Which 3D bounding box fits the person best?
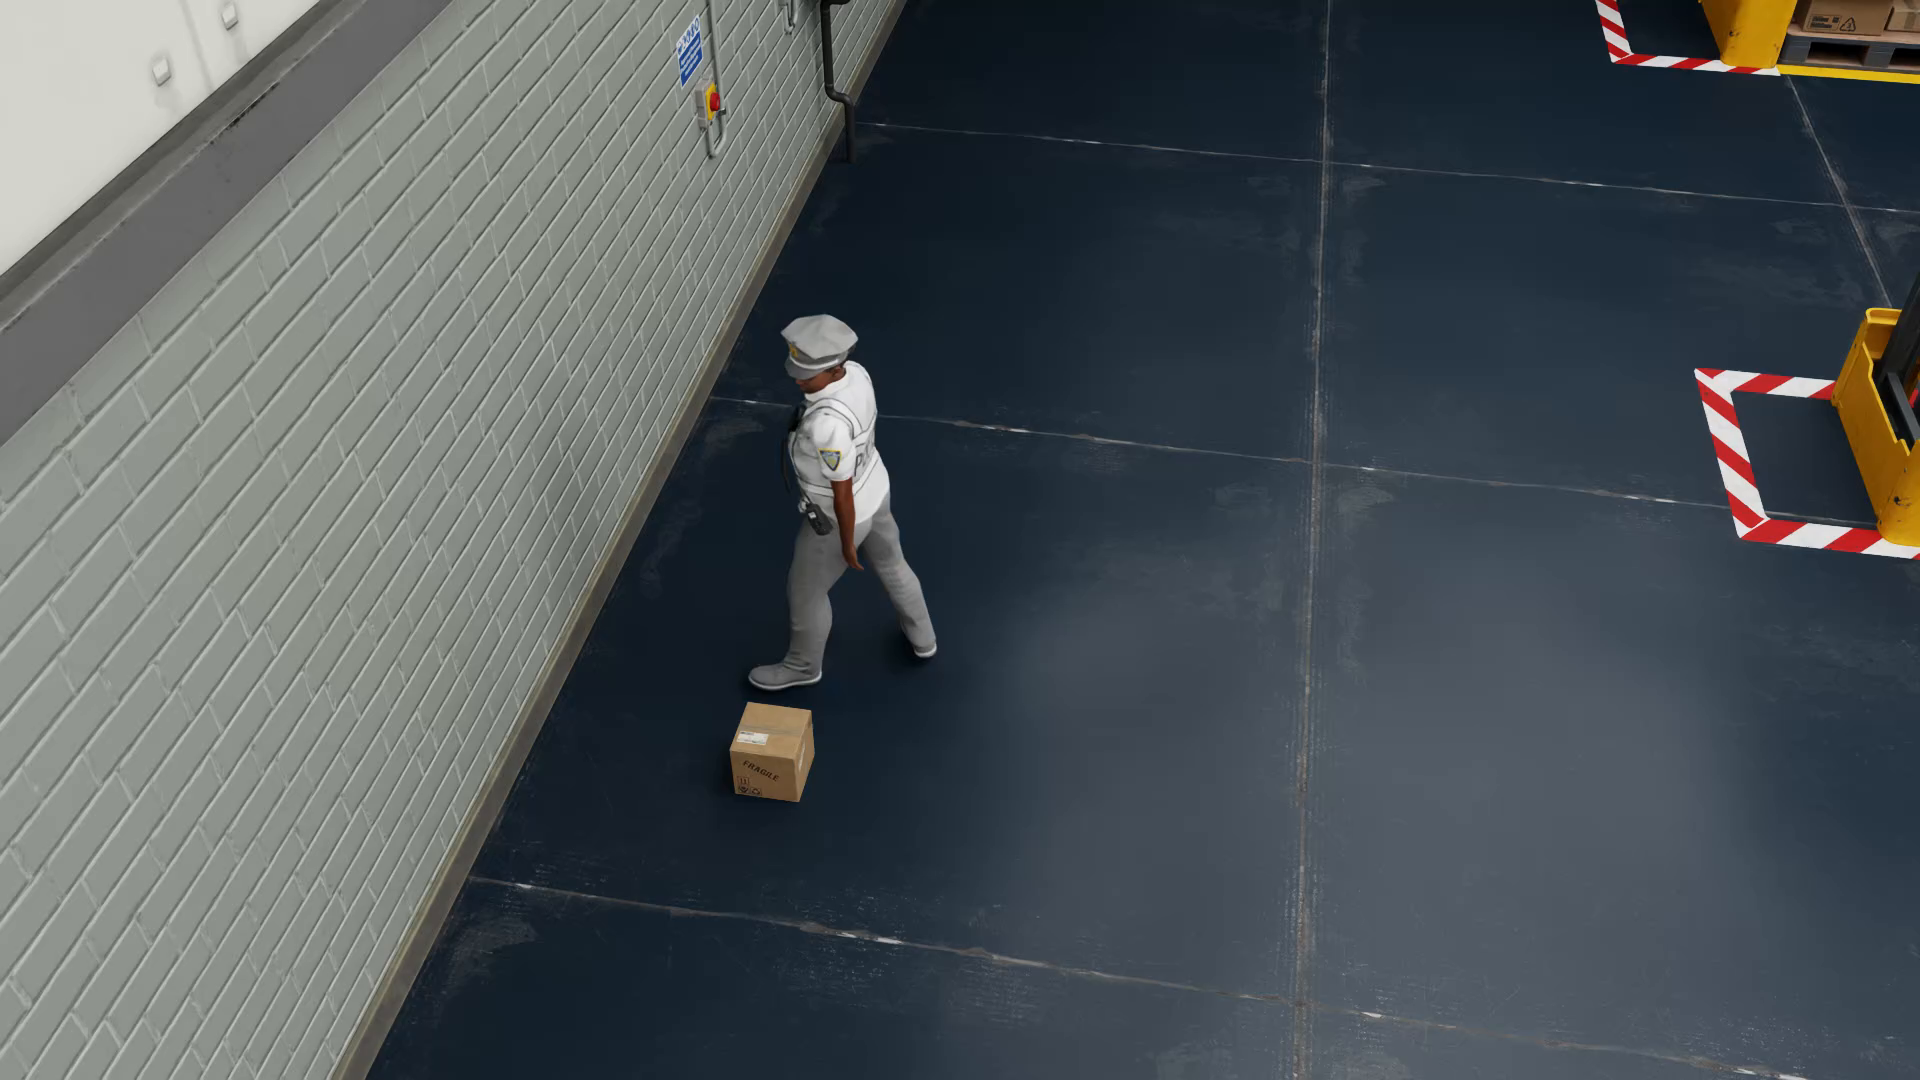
[{"bbox_3d":[-0.449,-0.145,6.311,0.677,1.641,0.613,13,42,14],"label":"person"}]
